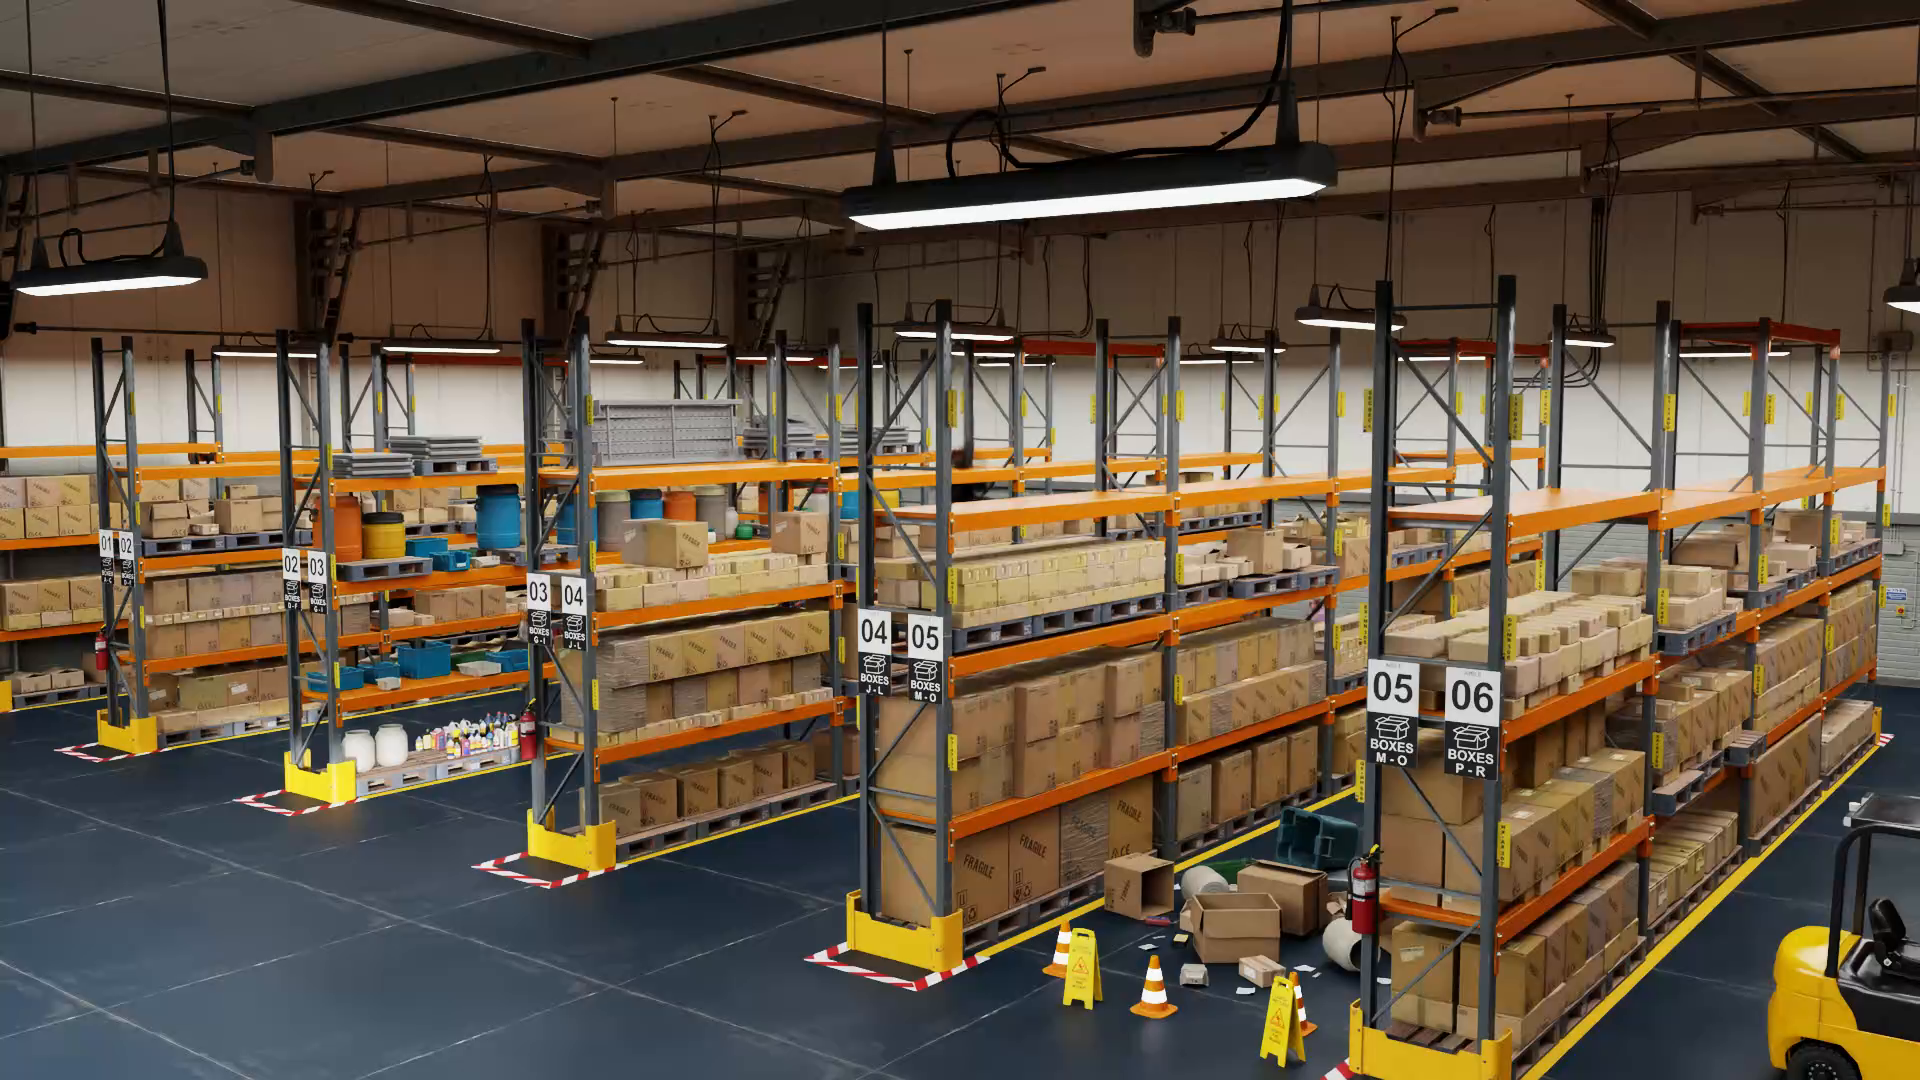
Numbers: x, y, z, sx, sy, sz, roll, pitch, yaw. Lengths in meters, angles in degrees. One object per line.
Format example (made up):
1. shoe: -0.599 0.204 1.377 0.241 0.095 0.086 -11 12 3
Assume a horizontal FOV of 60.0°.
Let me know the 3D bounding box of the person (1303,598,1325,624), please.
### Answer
1. person: 6.338 1.810 29.515 0.552 1.596 0.769 2 5 24

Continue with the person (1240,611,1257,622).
1. person: 4.251 1.869 24.762 0.653 1.807 0.893 4 6 36

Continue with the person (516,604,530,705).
1. person: -7.047 1.899 27.223 0.700 1.729 0.795 3 6 30
